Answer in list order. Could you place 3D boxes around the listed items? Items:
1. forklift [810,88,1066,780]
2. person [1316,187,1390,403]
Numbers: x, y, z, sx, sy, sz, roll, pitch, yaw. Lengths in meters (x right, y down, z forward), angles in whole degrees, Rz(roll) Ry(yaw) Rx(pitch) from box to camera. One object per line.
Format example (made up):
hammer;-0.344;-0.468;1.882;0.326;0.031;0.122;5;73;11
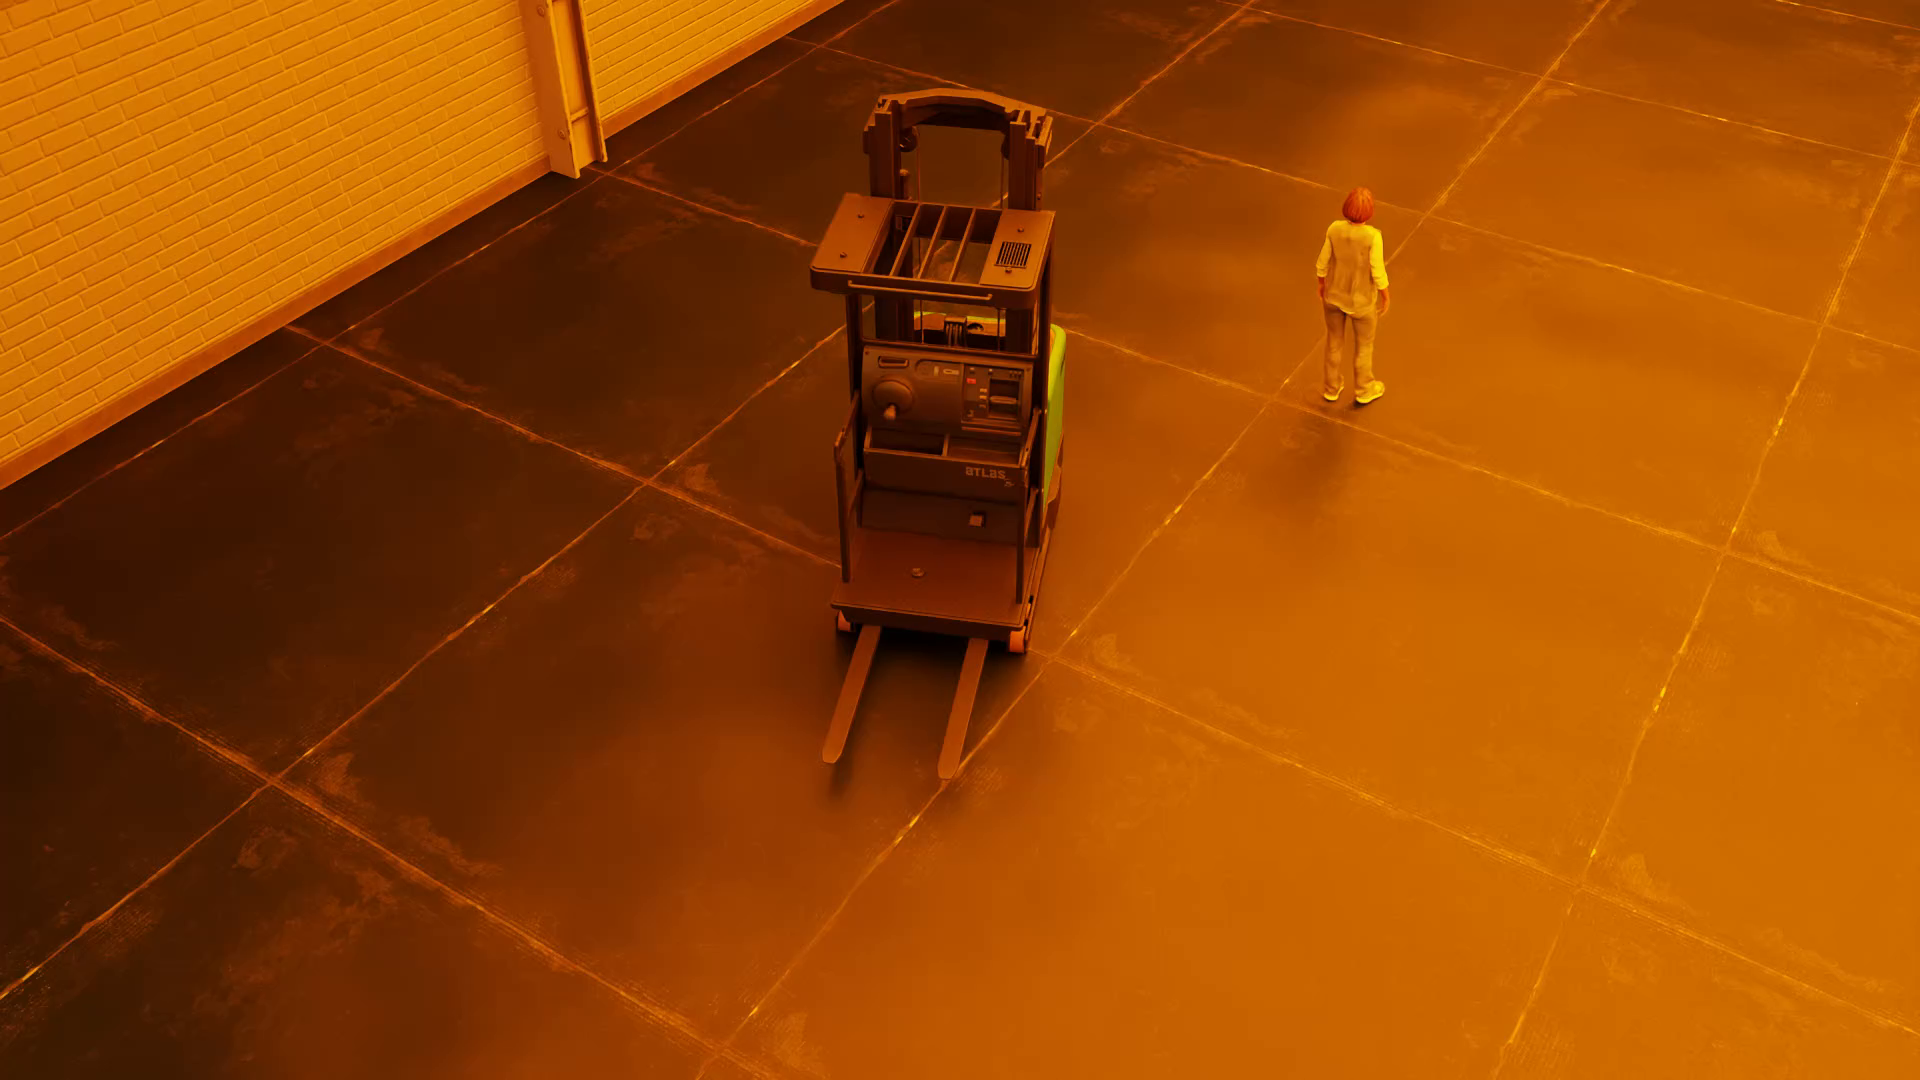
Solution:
forklift;-0.108;-0.731;8.830;1.130;2.935;3.031;7;41;8
person;2.593;-1.613;10.893;0.515;1.600;0.470;25;46;26
